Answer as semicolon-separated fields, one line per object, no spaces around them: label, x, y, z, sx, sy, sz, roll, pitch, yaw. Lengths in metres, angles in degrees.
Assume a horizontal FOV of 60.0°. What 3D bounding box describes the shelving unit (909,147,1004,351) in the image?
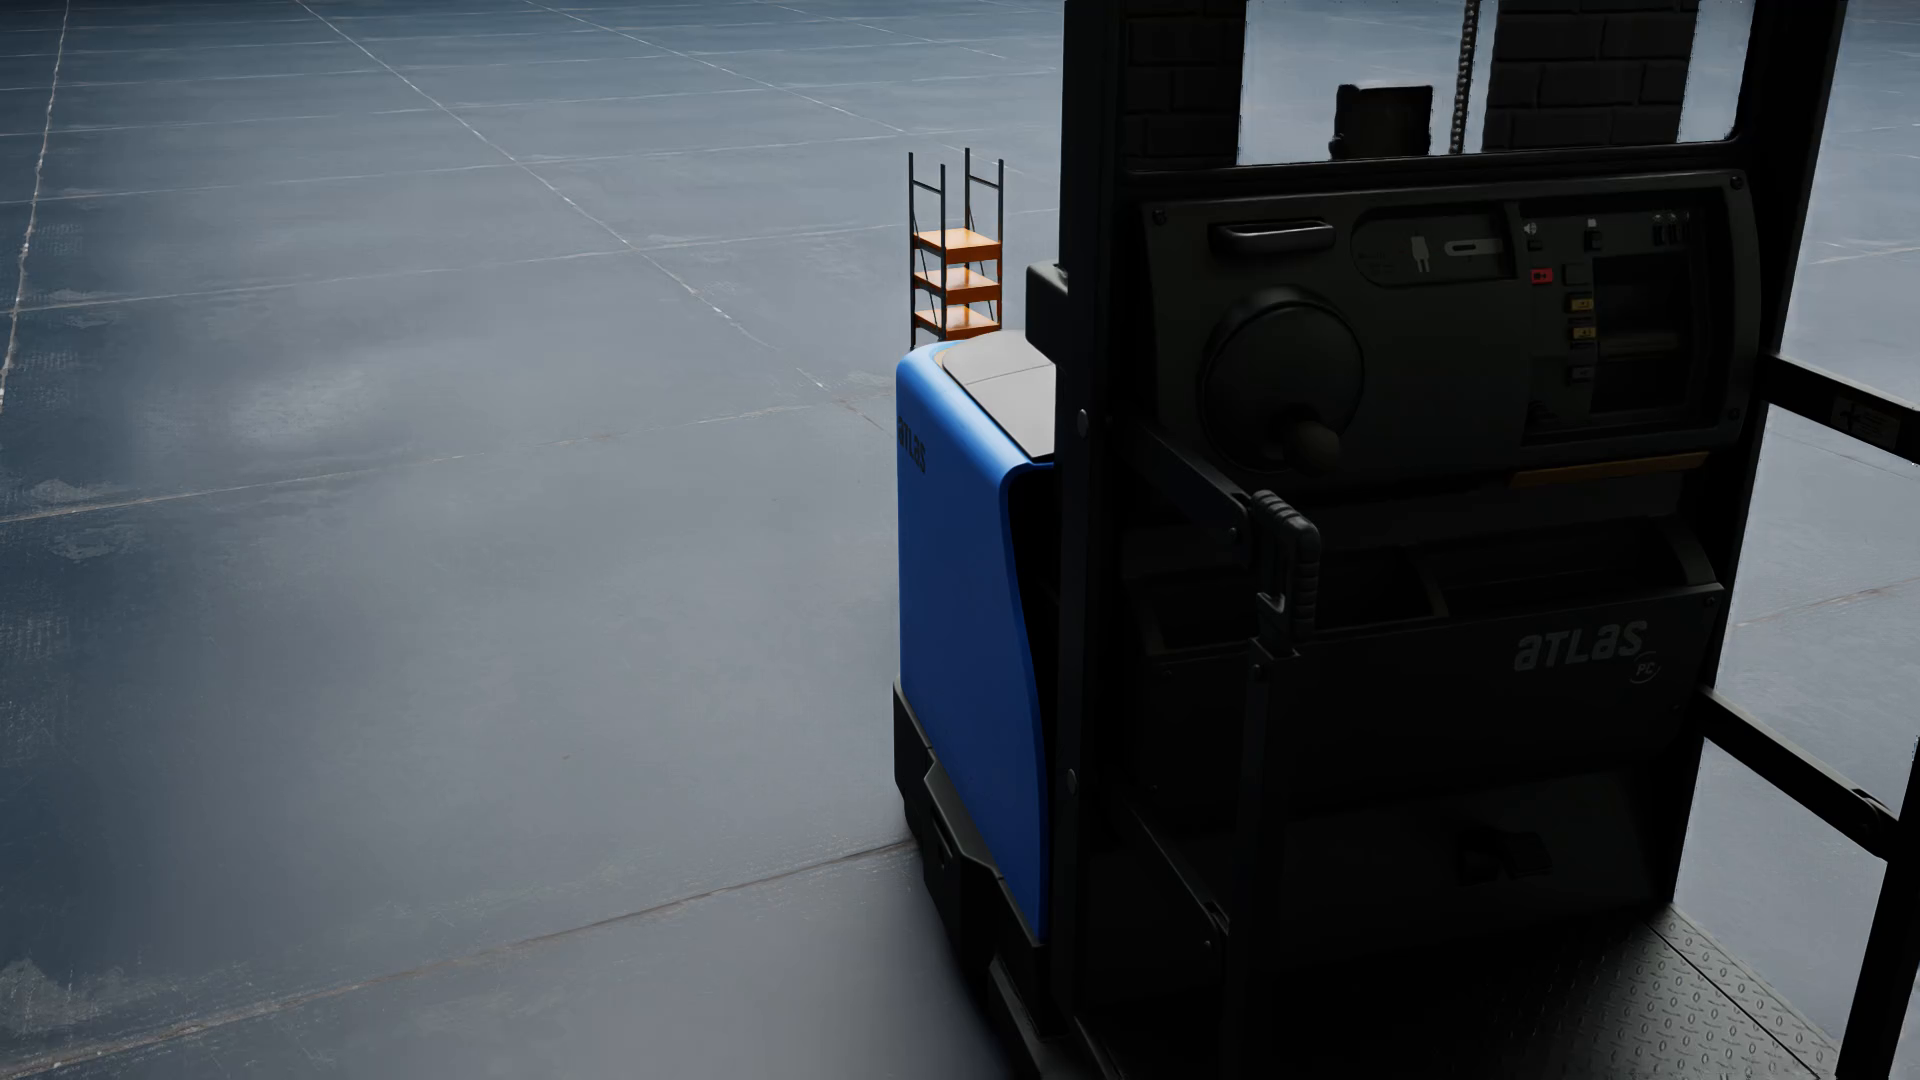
shelving unit;-0.013;-0.552;5.015;0.189;1.200;0.258;-10;25;-24

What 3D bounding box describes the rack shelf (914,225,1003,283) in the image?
rack shelf;-0.013;-0.844;4.894;0.180;0.103;0.258;-10;25;-24

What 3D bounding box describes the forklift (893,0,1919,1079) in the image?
forklift;0.748;-0.277;2.087;1.130;2.935;3.031;-6;23;-15

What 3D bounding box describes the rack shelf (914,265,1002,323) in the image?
rack shelf;-0.013;-0.733;4.940;0.180;0.103;0.258;-10;25;-24

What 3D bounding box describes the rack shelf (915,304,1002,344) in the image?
rack shelf;-0.013;-0.622;4.986;0.180;0.103;0.258;-10;25;-24

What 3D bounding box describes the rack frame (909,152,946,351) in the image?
rack frame;-0.095;-0.537;4.978;0.006;1.200;0.240;-10;25;-24

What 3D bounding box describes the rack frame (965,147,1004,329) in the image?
rack frame;0.069;-0.567;5.051;0.006;1.200;0.240;-10;25;-24
